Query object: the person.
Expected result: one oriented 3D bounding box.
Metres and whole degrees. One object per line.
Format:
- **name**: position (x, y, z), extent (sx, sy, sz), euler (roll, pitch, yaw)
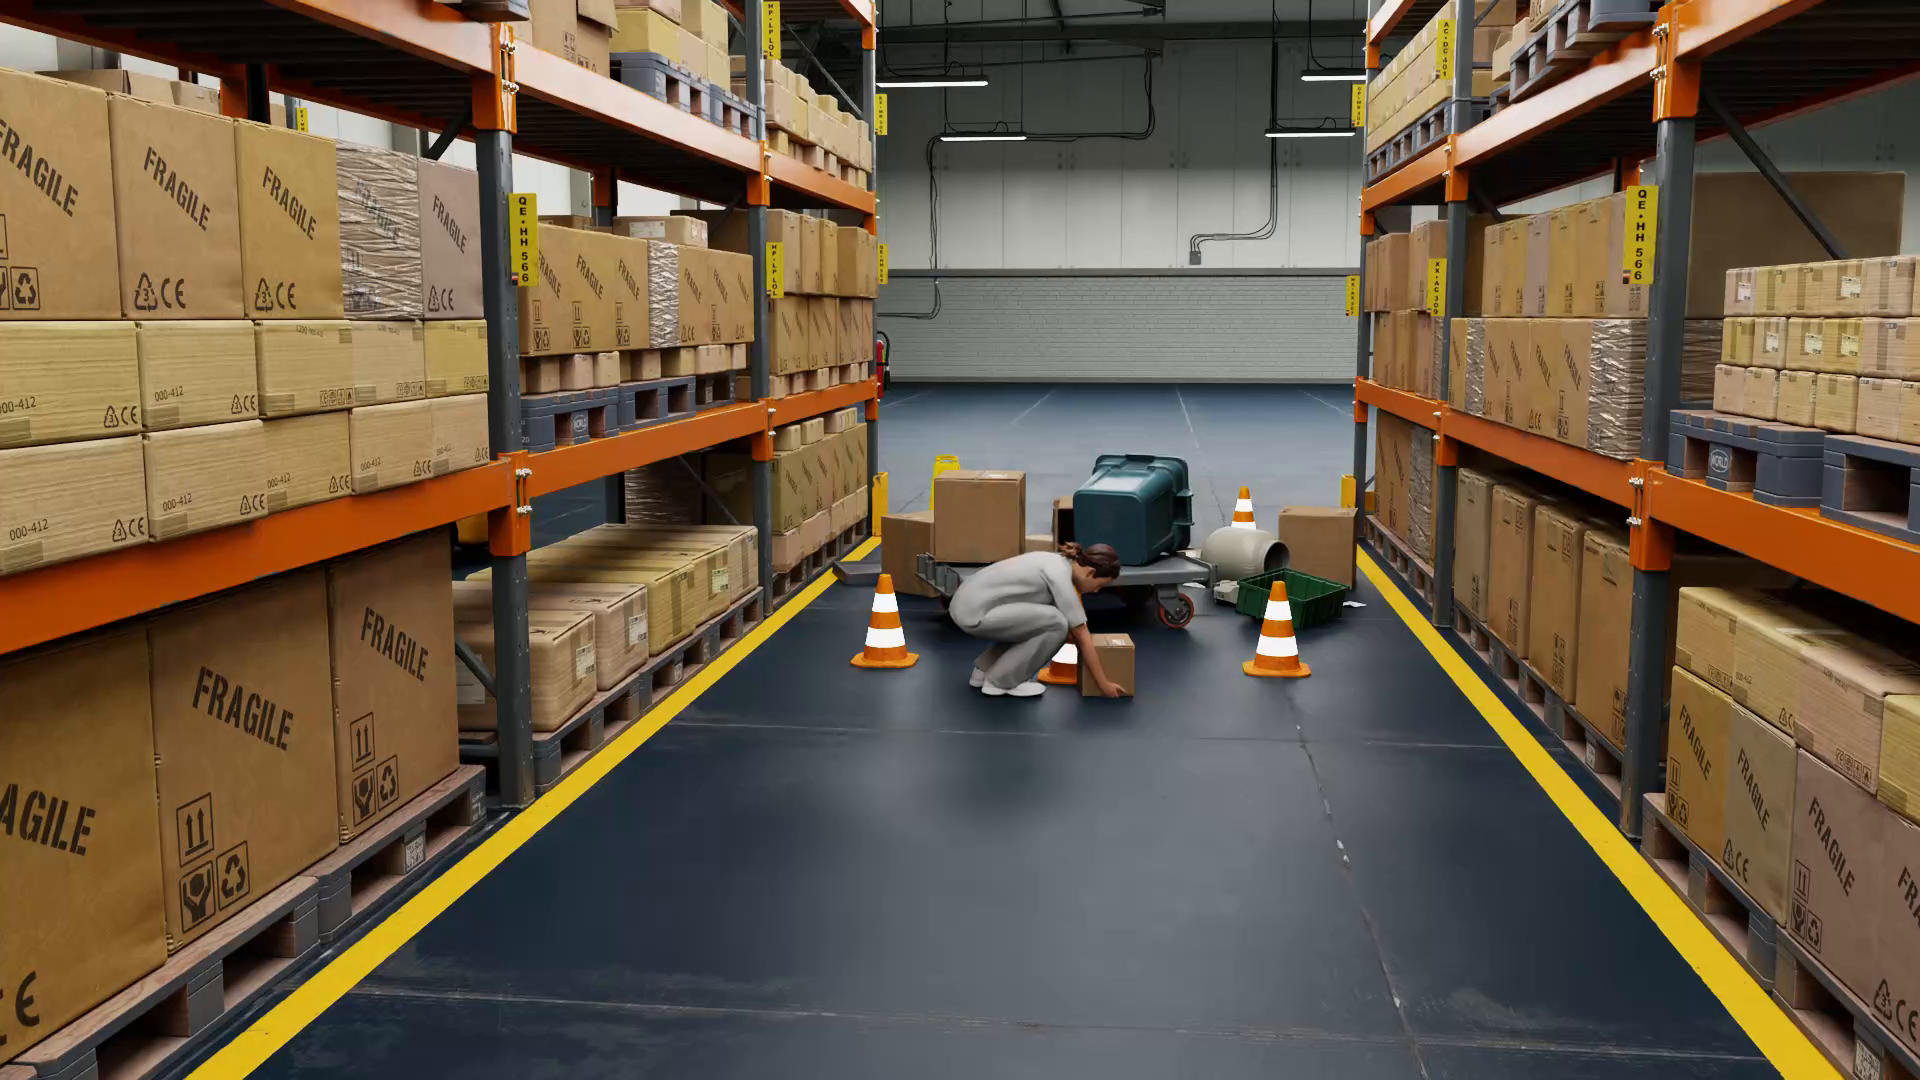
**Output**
- **person**: position (0.369, 0.414, 8.085), extent (0.854, 0.790, 0.466), euler (0, 8, -4)
